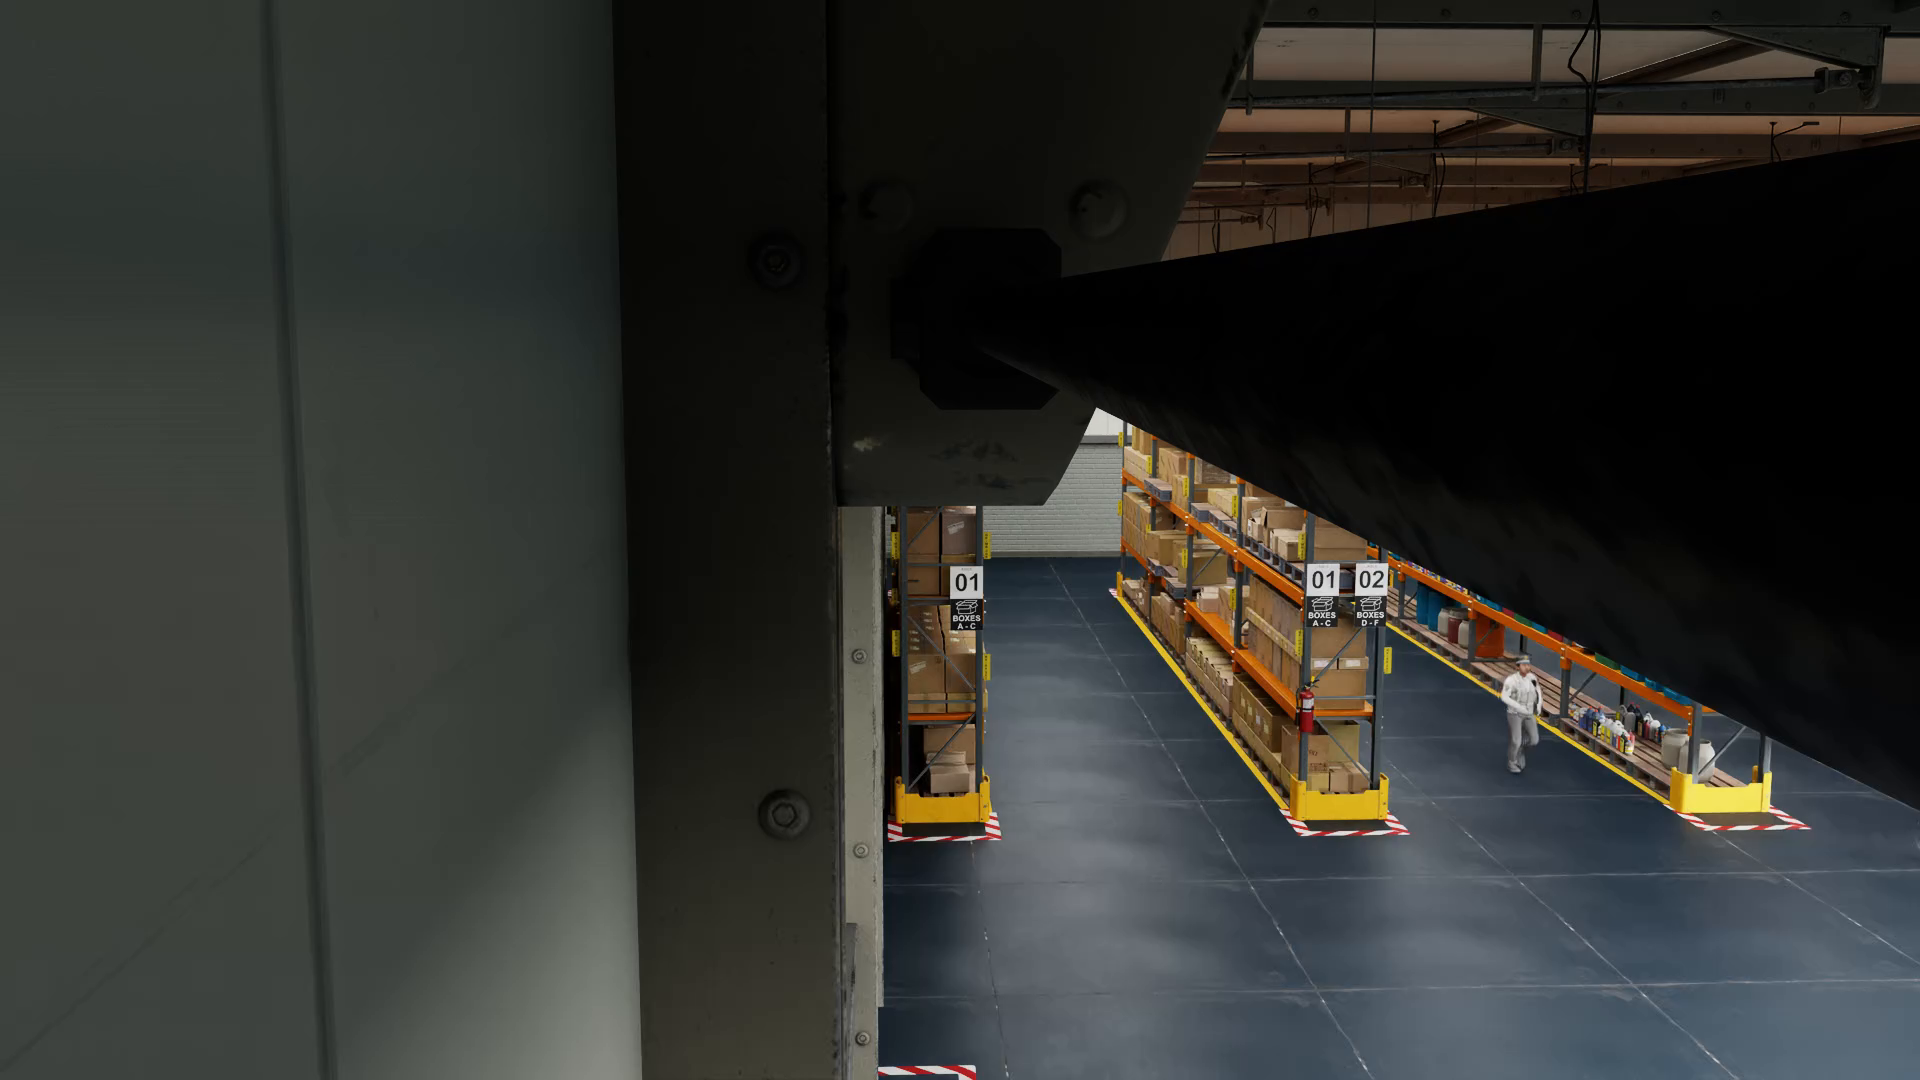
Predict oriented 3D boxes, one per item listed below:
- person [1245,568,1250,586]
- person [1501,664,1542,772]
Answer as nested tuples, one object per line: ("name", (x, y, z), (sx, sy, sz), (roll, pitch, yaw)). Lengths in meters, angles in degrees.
("person", (6.006, 0.764, 35.679), (0.415, 0.965, 0.717), (-1, 8, -9))
("person", (7.624, 2.369, 22.517), (0.659, 1.602, 0.474), (-2, 8, -11))
